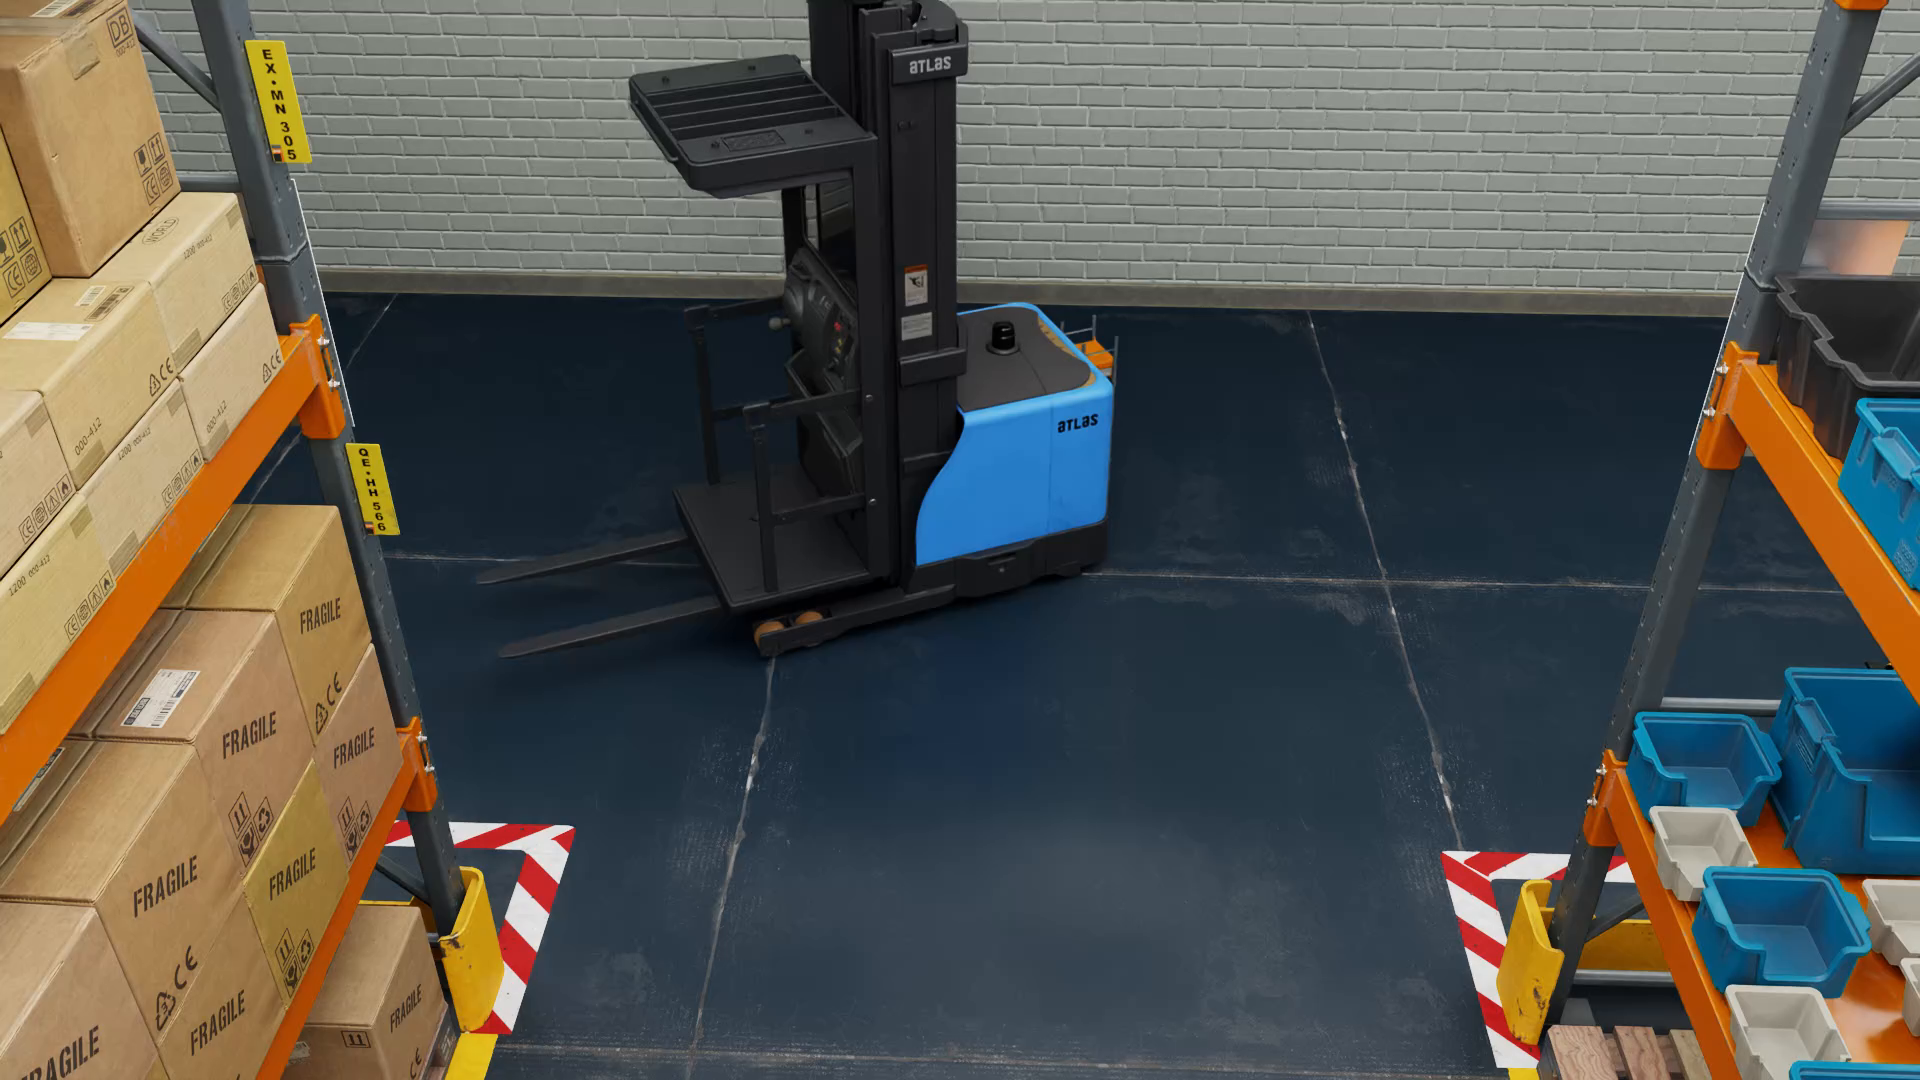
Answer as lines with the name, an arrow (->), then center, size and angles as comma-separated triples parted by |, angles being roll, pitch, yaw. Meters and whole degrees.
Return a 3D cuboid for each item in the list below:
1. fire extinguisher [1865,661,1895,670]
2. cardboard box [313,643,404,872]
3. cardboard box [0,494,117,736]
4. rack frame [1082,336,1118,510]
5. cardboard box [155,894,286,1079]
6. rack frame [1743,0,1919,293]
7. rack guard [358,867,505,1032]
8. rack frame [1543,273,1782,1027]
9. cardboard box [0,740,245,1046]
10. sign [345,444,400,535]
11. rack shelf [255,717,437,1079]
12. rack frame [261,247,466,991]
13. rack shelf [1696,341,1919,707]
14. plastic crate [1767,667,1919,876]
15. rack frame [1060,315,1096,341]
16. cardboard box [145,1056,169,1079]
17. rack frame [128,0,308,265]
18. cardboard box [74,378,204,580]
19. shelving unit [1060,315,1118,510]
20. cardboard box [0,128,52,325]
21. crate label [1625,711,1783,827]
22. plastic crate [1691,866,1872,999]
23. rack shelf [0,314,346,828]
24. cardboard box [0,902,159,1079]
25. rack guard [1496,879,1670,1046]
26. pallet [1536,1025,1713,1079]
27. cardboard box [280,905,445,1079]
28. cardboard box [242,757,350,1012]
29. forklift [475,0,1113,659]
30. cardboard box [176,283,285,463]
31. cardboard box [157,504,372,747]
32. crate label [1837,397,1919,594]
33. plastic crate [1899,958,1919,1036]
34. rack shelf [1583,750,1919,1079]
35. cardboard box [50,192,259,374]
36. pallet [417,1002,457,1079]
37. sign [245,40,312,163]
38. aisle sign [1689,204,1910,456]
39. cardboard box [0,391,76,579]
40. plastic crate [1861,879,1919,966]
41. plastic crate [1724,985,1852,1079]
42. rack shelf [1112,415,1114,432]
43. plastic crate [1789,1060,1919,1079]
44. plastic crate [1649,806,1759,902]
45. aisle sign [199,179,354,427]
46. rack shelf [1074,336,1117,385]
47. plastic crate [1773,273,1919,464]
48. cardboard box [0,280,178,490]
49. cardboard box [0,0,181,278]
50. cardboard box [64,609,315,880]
fire extinguisher -> 3.084, 0.653, 5.550 | 0.296, 0.674, 0.183 | 1, 35, 2
cardboard box -> -2.071, 0.651, 5.074 | 0.500, 0.500, 0.500 | 2, 35, 3
cardboard box -> -2.120, 0.138, 3.412 | 0.500, 0.250, 0.500 | 1, 35, 2
rack frame -> 0.699, -0.570, 8.594 | 0.200, 1.050, 0.008 | -14, 37, -19
cardboard box -> -2.114, 1.236, 4.242 | 0.500, 0.500, 0.500 | 2, 35, 2
rack frame -> 2.624, -1.910, 3.587 | 1.000, 3.000, 0.127 | 1, 35, 2
rack guard -> -2.328, 1.495, 6.134 | 1.175, 0.500, 0.348 | 1, 35, 2
rack frame -> 2.624, 0.545, 5.312 | 1.000, 3.000, 0.127 | 1, 35, 2
cardboard box -> -2.104, 0.829, 3.951 | 0.500, 0.500, 0.500 | 2, 35, 3
sign -> -1.771, -0.150, 5.019 | 0.100, 0.325, 0.005 | 1, 35, 2
rack shelf -> -2.405, 1.872, 4.049 | 1.077, 0.370, 4.000 | 1, 35, 2
rack frame -> -2.325, 0.428, 5.478 | 1.000, 3.000, 0.127 | 1, 35, 2
rack shelf -> 2.544, 0.761, 3.021 | 1.077, 0.370, 4.000 | 1, 35, 2
plastic crate -> 2.797, 0.702, 5.005 | 0.616, 0.435, 0.499 | 1, 35, 2
rack frame -> 0.603, -0.699, 8.777 | 0.200, 1.050, 0.008 | -14, 37, -19
cardboard box -> -2.134, 1.525, 3.830 | 0.500, 0.500, 0.500 | 1, 35, 1
rack frame -> -2.325, -2.026, 3.753 | 1.000, 3.000, 0.127 | 1, 35, 2
cardboard box -> -2.113, -0.149, 3.821 | 0.500, 0.250, 0.500 | 1, 35, 2
shelving unit -> 0.651, -0.634, 8.685 | 0.215, 1.050, 0.252 | -14, 37, -19
cardboard box -> -2.434, -0.668, 3.472 | 0.700, 0.500, 0.500 | 1, 35, 2
crate label -> 2.285, 0.723, 5.152 | 0.416, 0.233, 0.303 | 1, 35, 2
plastic crate -> 2.259, 1.101, 4.613 | 0.416, 0.233, 0.300 | 1, 35, 2
rack shelf -> -2.405, 0.644, 3.187 | 1.077, 0.370, 4.000 | 1, 35, 2
cardboard box -> -2.124, 1.124, 3.532 | 0.500, 0.500, 0.500 | 2, 35, 3
rack guard -> 2.612, 1.553, 6.051 | 1.175, 0.500, 0.348 | 1, 35, 2
pallet -> 2.552, 2.159, 5.441 | 1.003, 0.211, 1.213 | 1, 35, 2
cardboard box -> -2.101, 1.589, 5.617 | 0.500, 0.500, 0.500 | 1, 35, 2
cardboard box -> -2.088, 0.949, 4.650 | 0.500, 0.500, 0.500 | 2, 35, 2
forklift -> -0.822, -0.992, 7.558 | 3.031, 2.935, 1.130 | -13, 37, -18
cardboard box -> -2.082, -0.436, 4.230 | 0.500, 0.250, 0.500 | 1, 35, 2
cardboard box -> -2.068, 0.240, 4.788 | 0.500, 0.500, 0.500 | 1, 35, 1
crate label -> 2.264, -0.099, 3.748 | 0.408, 0.251, 0.502 | 1, 35, 2
plastic crate -> 2.746, 1.267, 4.461 | 0.396, 0.136, 0.243 | 1, 35, 2
rack shelf -> 2.544, 1.988, 3.884 | 1.077, 0.370, 4.000 | 1, 35, 2
cardboard box -> -2.091, -0.641, 4.086 | 0.500, 0.250, 0.500 | 1, 35, 2
pallet -> -2.359, 2.071, 5.566 | 1.003, 0.211, 1.213 | 1, 35, 2
sign -> -1.771, -1.137, 4.326 | 0.100, 0.325, 0.005 | 1, 35, 2
aisle sign -> 2.330, -0.567, 4.633 | 0.394, 0.787, 0.004 | 1, 35, 2
cardboard box -> -2.135, -0.067, 3.269 | 0.500, 0.250, 0.500 | 1, 35, 2
plastic crate -> 2.772, 1.101, 4.698 | 0.396, 0.136, 0.243 | 1, 35, 2
plastic crate -> 2.162, 1.334, 4.365 | 0.250, 0.136, 0.298 | 1, 35, 2
rack shelf -> 0.651, -0.626, 8.692 | 0.215, 0.259, 0.240 | -14, 37, -19
plastic crate -> 2.232, 1.479, 4.075 | 0.416, 0.233, 0.300 | 1, 35, 2
plastic crate -> 2.190, 0.945, 4.920 | 0.250, 0.136, 0.298 | 1, 35, 2
aisle sign -> -2.016, -0.667, 4.776 | 0.394, 0.787, 0.004 | 1, 35, 2
rack shelf -> 0.651, -0.858, 8.528 | 0.215, 0.259, 0.240 | -14, 37, -19
plastic crate -> 2.330, -0.414, 4.181 | 0.497, 0.269, 0.590 | 1, 35, 2
cardboard box -> -2.111, -0.354, 3.677 | 0.500, 0.250, 0.500 | 1, 35, 2
cardboard box -> -2.329, -0.953, 3.878 | 0.700, 0.500, 0.500 | 1, 35, 2
cardboard box -> -2.088, 0.531, 4.375 | 0.500, 0.500, 0.500 | 2, 35, 3
